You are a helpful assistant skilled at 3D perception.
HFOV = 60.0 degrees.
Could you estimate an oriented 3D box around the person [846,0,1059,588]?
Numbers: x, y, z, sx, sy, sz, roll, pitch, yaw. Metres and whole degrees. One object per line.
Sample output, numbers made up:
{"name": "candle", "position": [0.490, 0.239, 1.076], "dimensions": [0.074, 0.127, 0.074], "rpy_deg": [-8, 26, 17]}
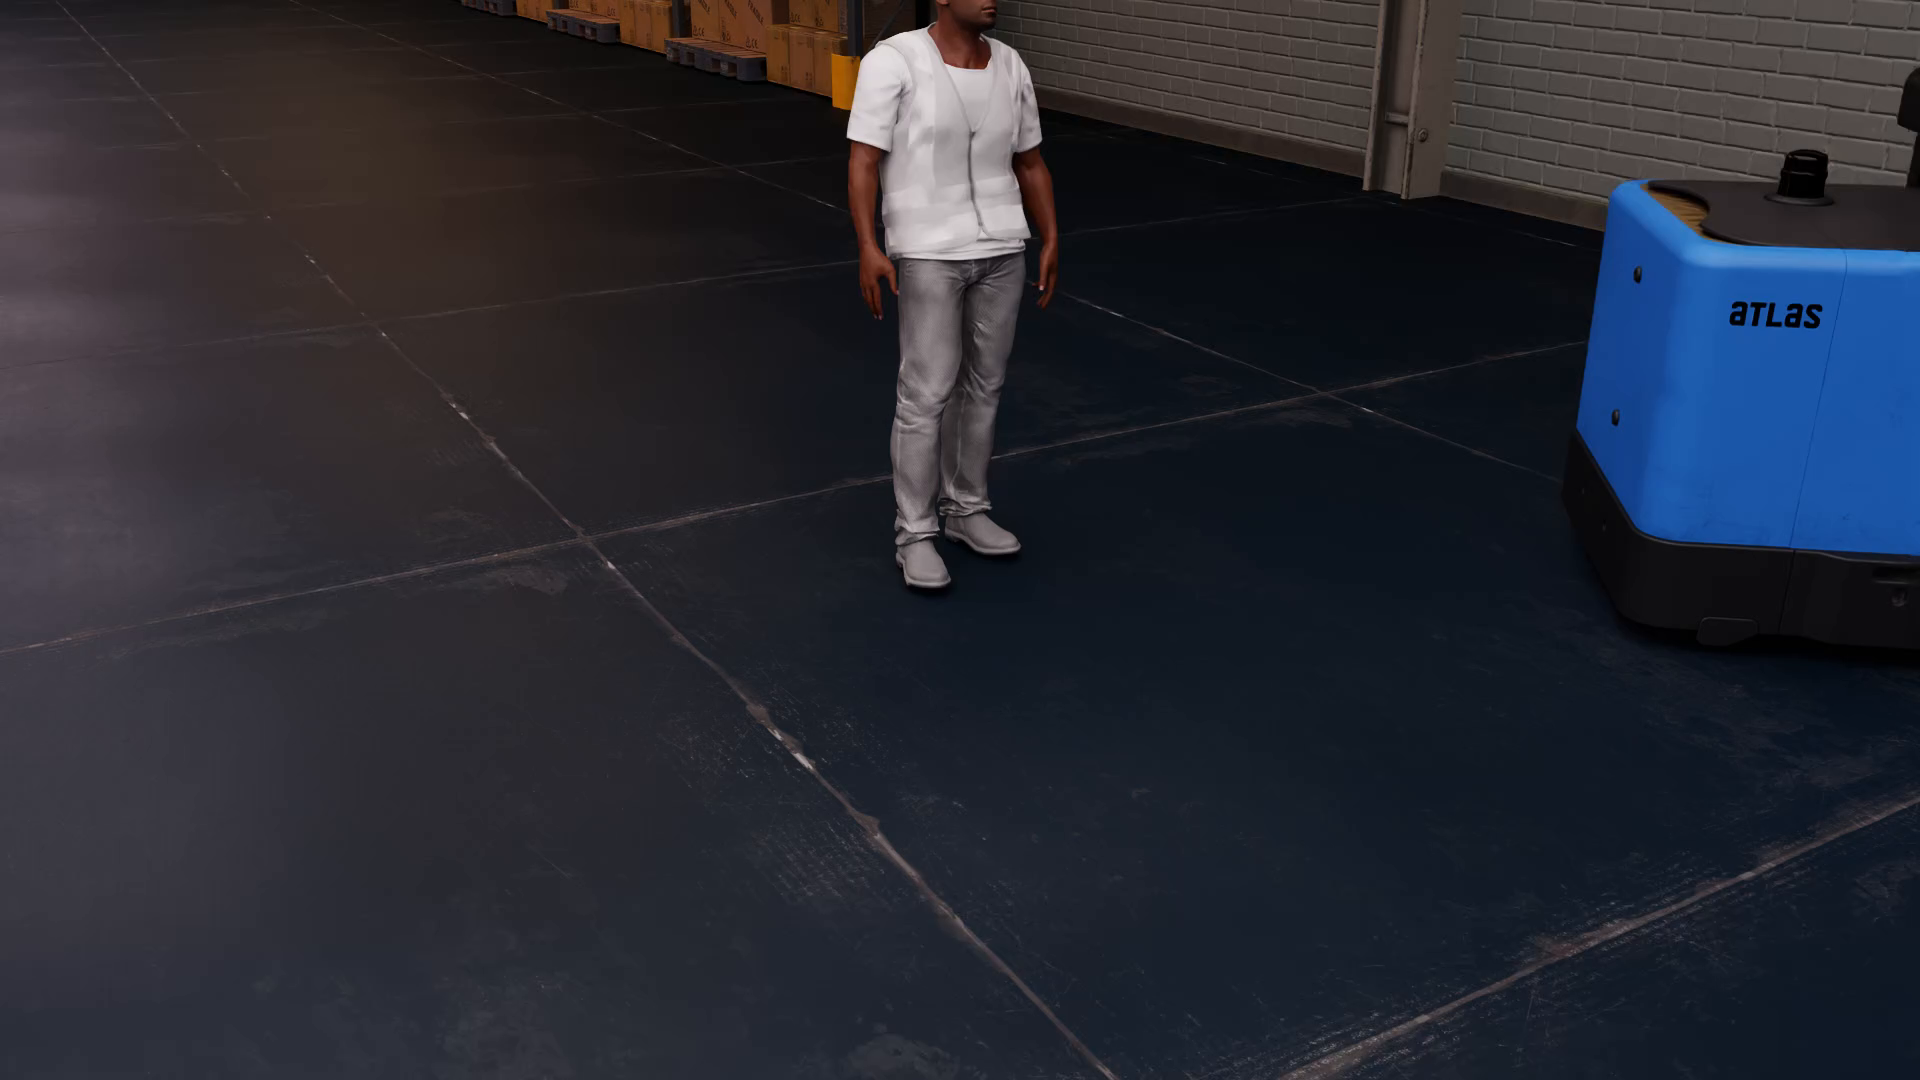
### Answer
{"name": "person", "position": [0.031, -0.800, 4.738], "dimensions": [0.666, 1.768, 0.575], "rpy_deg": [-12, 25, -28]}

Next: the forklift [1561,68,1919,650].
{"name": "forklift", "position": [3.334, -1.171, 4.128], "dimensions": [3.031, 2.935, 1.130], "rpy_deg": [3, 23, 8]}
